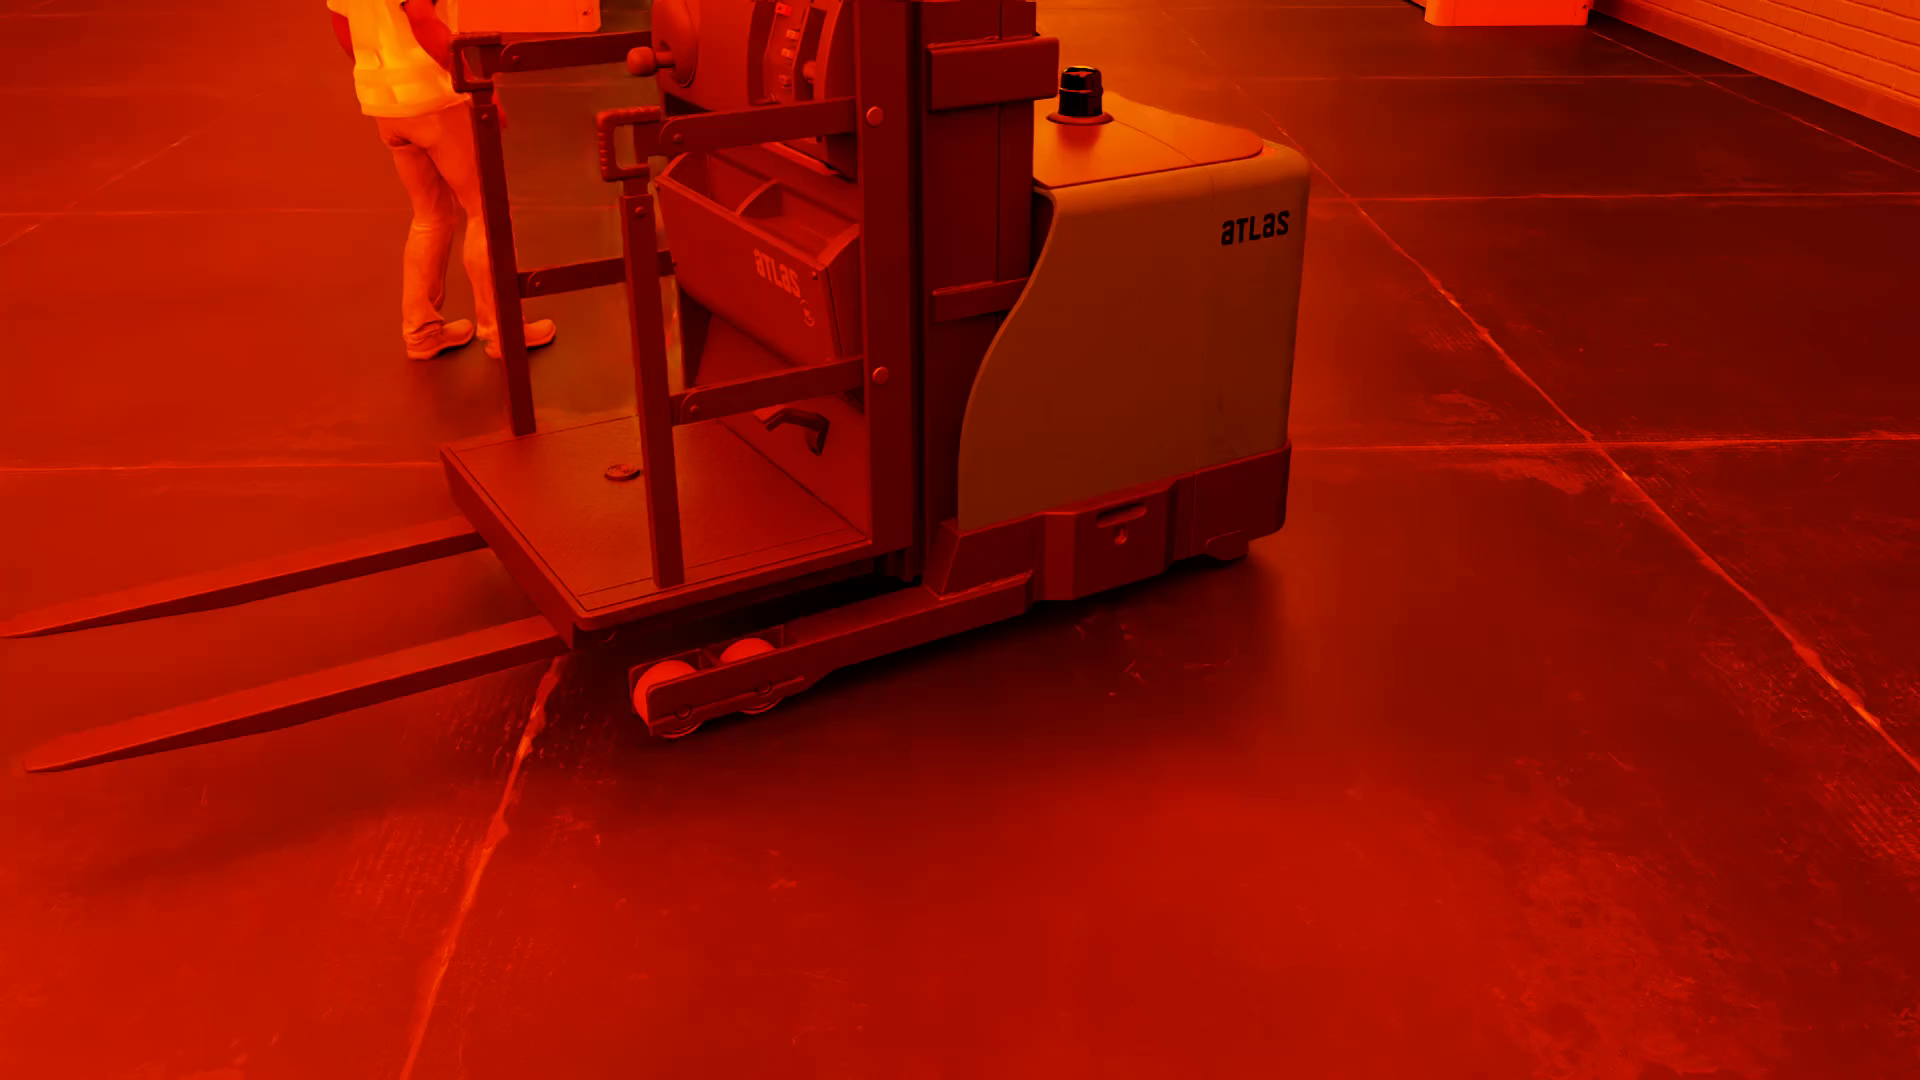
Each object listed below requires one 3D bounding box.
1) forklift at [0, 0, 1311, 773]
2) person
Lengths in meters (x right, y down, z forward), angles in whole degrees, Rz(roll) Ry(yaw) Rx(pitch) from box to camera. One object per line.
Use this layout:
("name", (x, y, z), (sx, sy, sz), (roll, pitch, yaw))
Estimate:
("forklift", (-0.649, -1.146, 3.569), (3.031, 2.935, 1.130), (-15, 30, -28))
("person", (-1.769, -1.488, 5.628), (0.794, 1.743, 0.523), (20, 33, 36))
